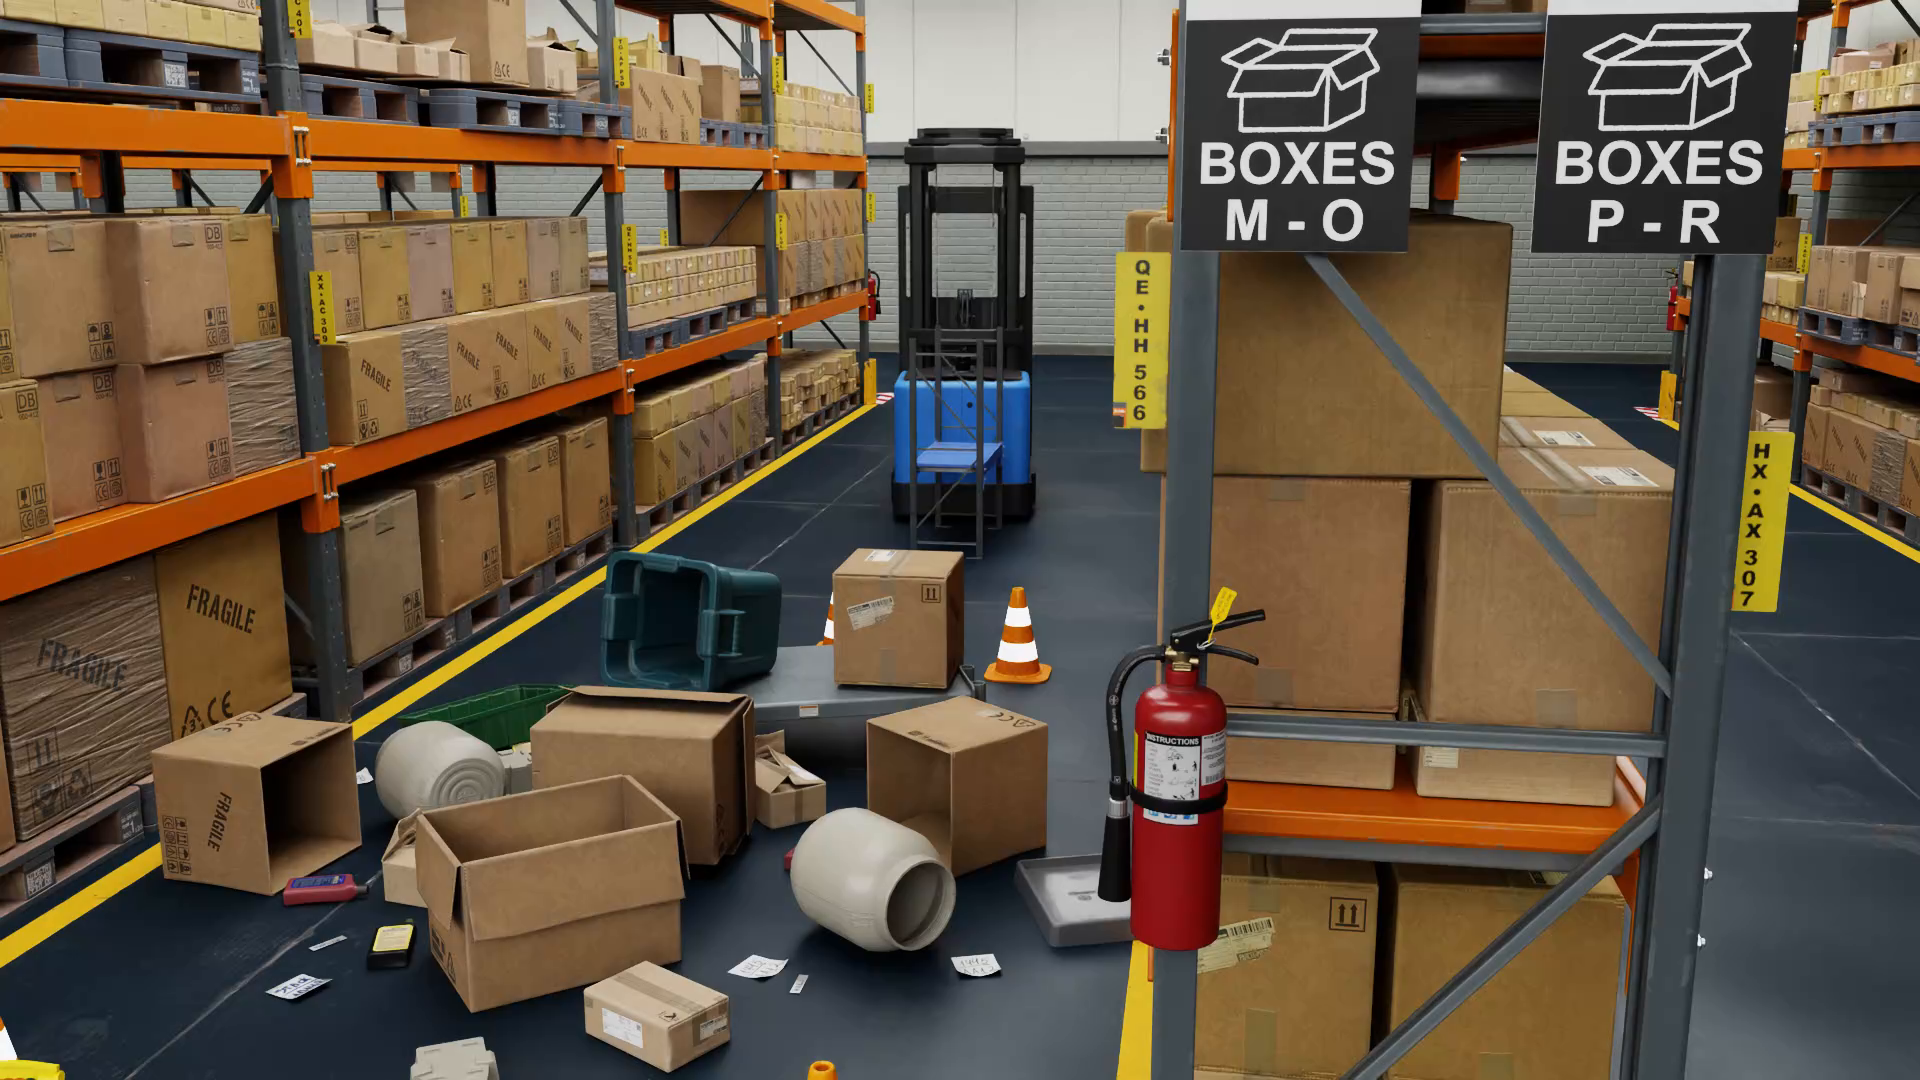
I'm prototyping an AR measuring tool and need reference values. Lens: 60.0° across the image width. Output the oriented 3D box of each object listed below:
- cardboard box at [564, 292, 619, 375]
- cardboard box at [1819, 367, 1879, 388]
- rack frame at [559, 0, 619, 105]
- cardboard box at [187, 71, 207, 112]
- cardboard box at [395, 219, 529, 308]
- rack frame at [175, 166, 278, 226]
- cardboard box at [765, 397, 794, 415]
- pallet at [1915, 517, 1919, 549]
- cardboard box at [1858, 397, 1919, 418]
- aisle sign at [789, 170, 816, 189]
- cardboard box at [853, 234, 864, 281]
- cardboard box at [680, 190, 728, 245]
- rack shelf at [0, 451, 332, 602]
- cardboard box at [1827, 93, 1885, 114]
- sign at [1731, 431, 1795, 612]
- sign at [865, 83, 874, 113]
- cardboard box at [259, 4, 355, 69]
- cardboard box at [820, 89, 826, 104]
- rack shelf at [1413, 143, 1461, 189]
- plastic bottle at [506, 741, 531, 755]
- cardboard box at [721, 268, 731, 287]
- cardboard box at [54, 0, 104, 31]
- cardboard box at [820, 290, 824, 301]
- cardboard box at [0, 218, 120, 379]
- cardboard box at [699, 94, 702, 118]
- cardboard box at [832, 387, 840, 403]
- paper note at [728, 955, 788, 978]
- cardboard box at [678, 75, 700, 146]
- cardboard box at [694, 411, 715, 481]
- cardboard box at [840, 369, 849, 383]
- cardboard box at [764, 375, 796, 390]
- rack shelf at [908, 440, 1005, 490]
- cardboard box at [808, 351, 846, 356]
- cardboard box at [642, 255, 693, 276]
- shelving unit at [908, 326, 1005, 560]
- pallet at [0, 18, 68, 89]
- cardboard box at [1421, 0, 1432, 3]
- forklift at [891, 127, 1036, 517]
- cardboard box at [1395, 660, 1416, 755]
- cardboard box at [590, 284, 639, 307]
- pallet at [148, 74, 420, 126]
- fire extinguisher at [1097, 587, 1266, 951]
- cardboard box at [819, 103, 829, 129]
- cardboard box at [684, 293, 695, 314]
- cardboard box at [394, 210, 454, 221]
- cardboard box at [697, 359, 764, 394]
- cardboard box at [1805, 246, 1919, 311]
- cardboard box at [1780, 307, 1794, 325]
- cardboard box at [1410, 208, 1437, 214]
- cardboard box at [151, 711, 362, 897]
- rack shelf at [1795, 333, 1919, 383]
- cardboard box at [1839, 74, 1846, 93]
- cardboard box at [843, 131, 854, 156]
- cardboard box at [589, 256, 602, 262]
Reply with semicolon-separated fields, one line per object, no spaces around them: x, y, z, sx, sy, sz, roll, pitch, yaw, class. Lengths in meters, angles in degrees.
-2.598;-1.377;11.025;0.500;0.500;0.500;2;12;9;cardboard box
7.374;-1.342;13.789;0.380;0.149;0.250;2;12;8;cardboard box
-2.794;-4.363;10.879;1.000;3.000;0.127;2;12;9;rack frame
-7.144;-4.044;15.286;0.700;0.500;0.500;2;12;10;cardboard box
-3.026;-1.663;9.979;0.700;0.500;0.500;2;12;8;cardboard box
-7.065;-2.445;16.218;1.000;3.000;0.127;2;12;9;rack frame
-1.807;-1.285;15.902;0.380;0.149;0.250;2;12;11;cardboard box
7.170;0.078;11.131;1.003;0.211;1.213;2;12;9;pallet
7.291;-1.027;13.034;0.380;0.149;0.250;2;12;8;cardboard box
-1.849;-4.392;19.080;0.394;0.787;0.004;2;12;9;aisle sign
-1.379;-3.188;18.724;0.500;0.500;0.500;2;12;10;cardboard box
-2.374;-3.053;15.722;0.500;0.500;0.500;1;12;7;cardboard box
-3.717;0.170;5.791;1.077;0.370;4.000;2;12;9;rack shelf
7.120;-3.459;13.168;0.380;0.149;0.250;2;12;9;cardboard box
1.418;-0.031;2.965;0.100;0.325;0.005;2;12;9;sign
-1.019;-4.973;18.727;0.100;0.325;0.005;2;12;9;sign
-3.070;-2.370;7.836;0.258;0.266;0.396;2;12;8;cardboard box
-1.583;-4.530;16.995;0.380;0.149;0.250;2;12;7;cardboard box
1.805;-1.990;8.693;1.077;0.370;4.000;2;12;9;rack shelf
-1.961;0.945;7.463;0.133;0.061;0.283;-5;13;-21;plastic bottle
-2.163;-2.238;14.153;0.380;0.149;0.250;1;12;7;cardboard box
-3.306;-1.898;5.922;0.380;0.149;0.250;2;12;10;cardboard box
-1.645;-2.575;17.418;0.380;0.149;0.250;2;12;10;cardboard box
-3.689;-0.897;6.117;0.875;0.550;0.550;2;12;9;cardboard box
-2.522;-3.715;14.206;0.500;0.311;0.500;2;12;8;cardboard box
-1.506;-1.575;17.953;0.380;0.149;0.250;1;12;6;cardboard box
-0.661;1.398;5.461;0.148;0.019;0.142;7;14;28;paper note
-2.302;-3.265;12.664;0.500;0.500;0.500;2;12;9;cardboard box
-2.285;-0.765;13.358;0.500;0.500;0.500;2;12;7;cardboard box
-1.441;-1.826;18.408;0.380;0.149;0.250;1;12;6;cardboard box
-1.830;-1.540;16.379;0.380;0.149;0.250;2;12;8;cardboard box
-0.013;-0.540;11.791;0.538;0.185;1.000;2;12;9;rack shelf
-1.490;-2.029;18.649;0.380;0.149;0.250;2;12;10;cardboard box
-2.331;-2.167;13.118;0.380;0.149;0.250;2;12;10;cardboard box
-0.013;-0.715;11.753;0.538;1.500;1.048;2;12;9;shelving unit
-3.736;-1.598;5.377;1.003;0.211;1.213;2;12;9;pallet
1.310;-1.365;3.736;0.500;0.250;0.500;2;12;8;cardboard box
0.053;-1.867;13.701;1.130;2.935;3.031;0;12;1;forklift
1.163;0.380;3.707;0.380;0.149;0.250;2;12;9;cardboard box
-2.522;-1.752;11.899;0.380;0.149;0.250;2;12;11;cardboard box
-3.317;-2.163;8.245;0.805;0.209;1.217;1;12;6;pallet
0.409;0.421;3.104;0.296;0.674;0.183;2;12;9;fire extinguisher
-1.631;-4.311;16.928;0.500;0.250;0.500;1;12;6;cardboard box
-2.324;-1.876;13.176;0.380;0.149;0.250;2;12;9;cardboard box
-6.265;-3.606;19.477;0.500;0.500;0.500;2;12;9;cardboard box
-2.044;-1.450;14.758;0.500;0.250;0.500;2;12;7;cardboard box
7.337;-2.125;13.497;0.700;0.500;0.500;2;12;10;cardboard box
7.451;-1.970;14.613;0.380;0.149;0.250;2;12;10;cardboard box
1.021;-0.736;4.973;0.700;0.500;0.500;2;12;8;cardboard box
-2.634;0.979;6.257;0.500;0.500;0.500;4;13;18;cardboard box
7.325;-1.196;12.130;1.077;0.370;4.000;2;12;9;rack shelf
7.183;-3.601;13.119;0.380;0.149;0.250;2;12;10;cardboard box
-1.444;-4.279;17.965;0.500;0.250;0.500;2;12;9;cardboard box
-3.011;-2.133;12.959;0.380;0.149;0.250;2;12;9;cardboard box
